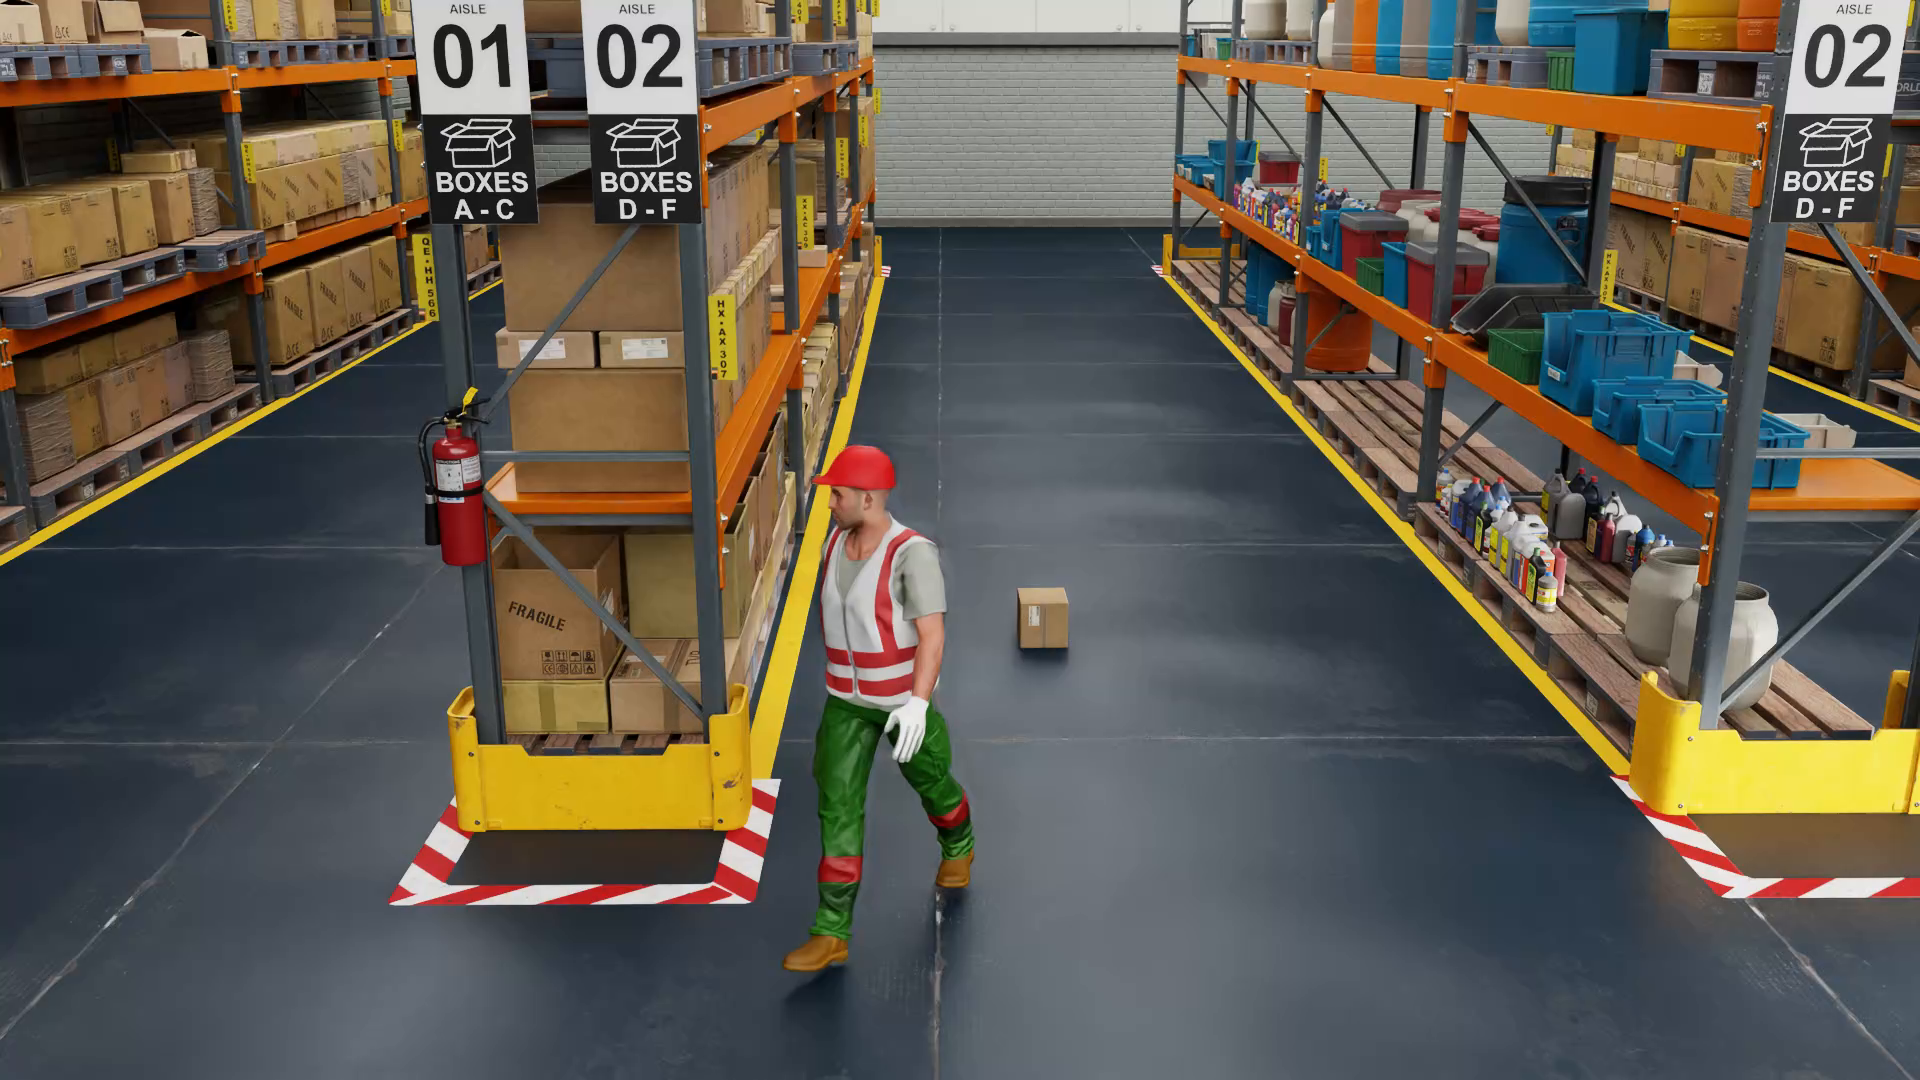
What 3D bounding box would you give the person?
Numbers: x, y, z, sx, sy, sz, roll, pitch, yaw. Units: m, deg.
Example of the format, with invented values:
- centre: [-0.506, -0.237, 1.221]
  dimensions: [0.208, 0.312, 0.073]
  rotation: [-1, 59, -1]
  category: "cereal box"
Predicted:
- centre: [-0.280, 0.549, 5.701]
  dimensions: [0.615, 1.738, 1.051]
  rotation: [10, 19, 28]
  category: "person"
